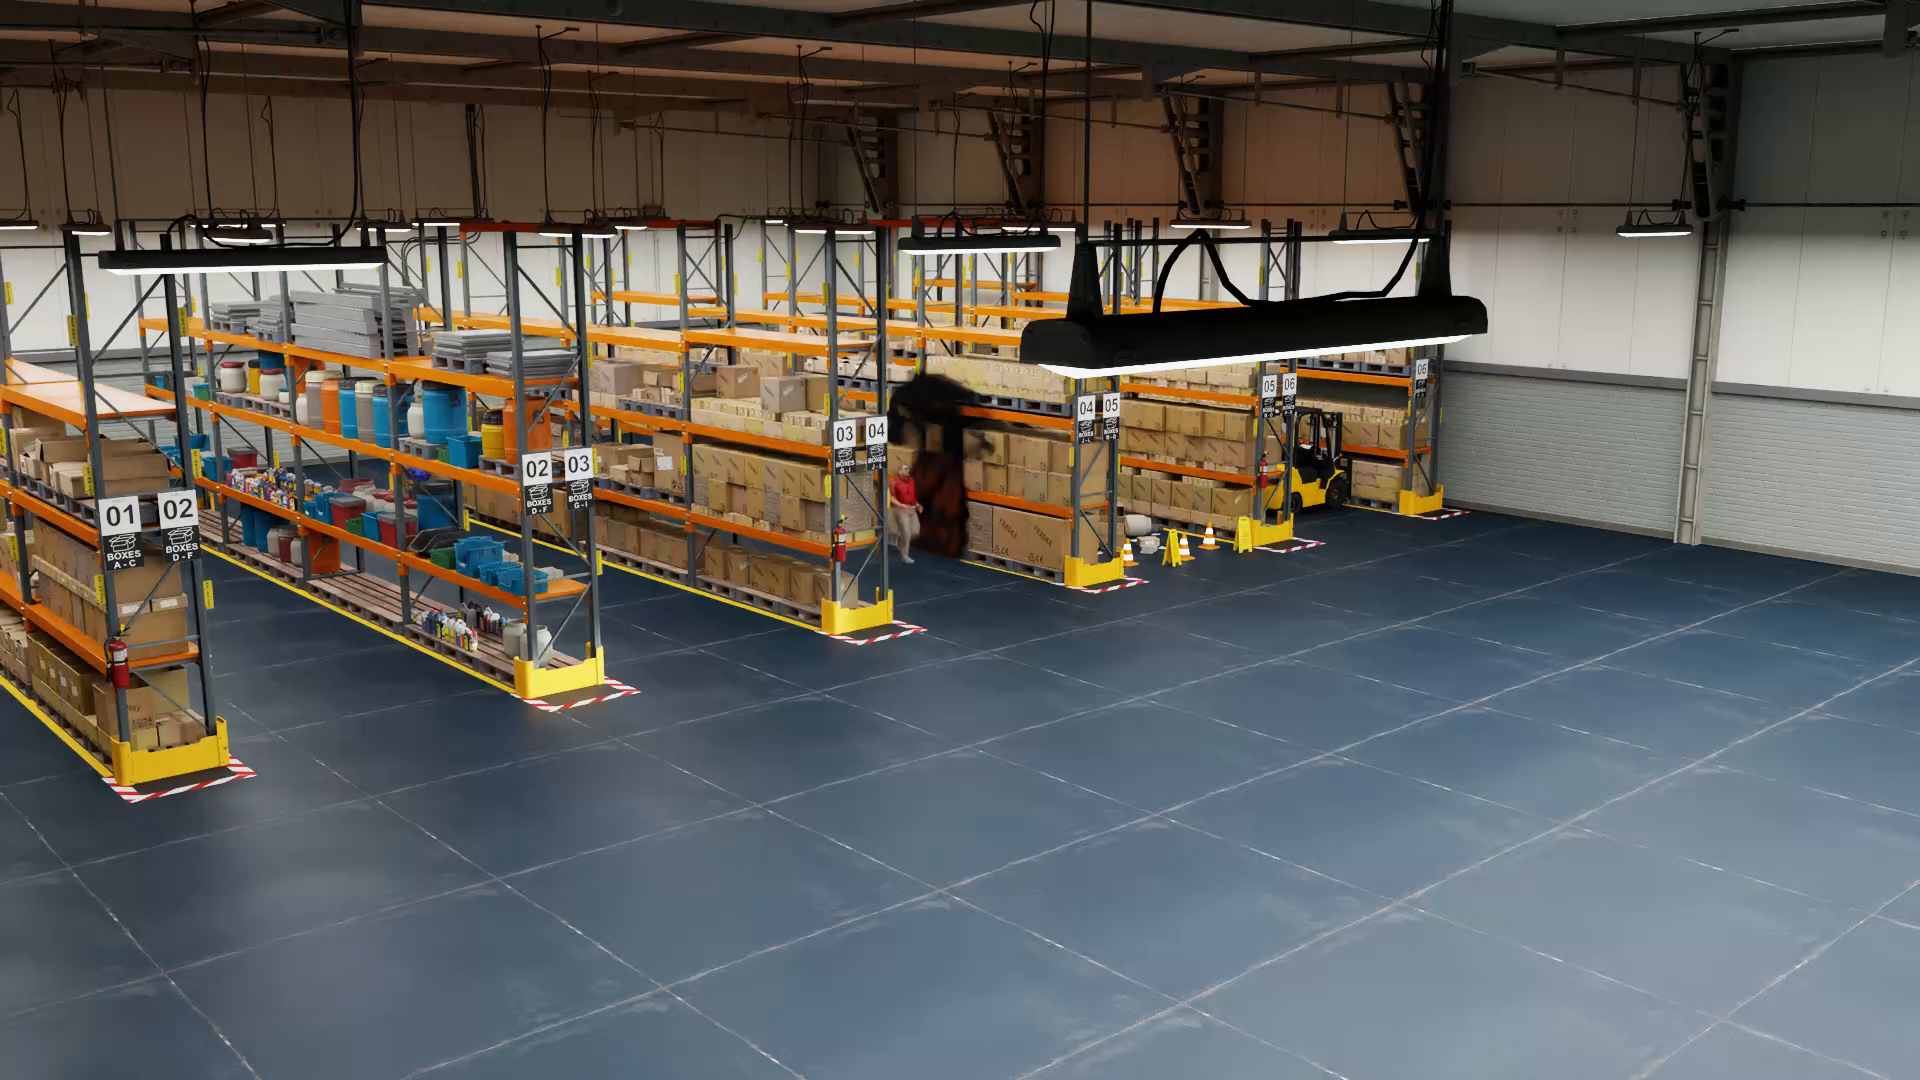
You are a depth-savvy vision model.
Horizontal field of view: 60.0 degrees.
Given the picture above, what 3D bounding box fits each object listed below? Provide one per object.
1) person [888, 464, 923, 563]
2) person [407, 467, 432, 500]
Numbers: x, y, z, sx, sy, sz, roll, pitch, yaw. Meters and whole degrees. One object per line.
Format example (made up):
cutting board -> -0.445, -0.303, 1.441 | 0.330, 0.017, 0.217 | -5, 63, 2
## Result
person -> -0.967, -0.468, 28.506 | 0.603, 1.700, 0.665 | 10, 15, 41
person -> -10.459, -0.923, 32.389 | 0.569, 1.617, 0.554 | -10, 15, -41
